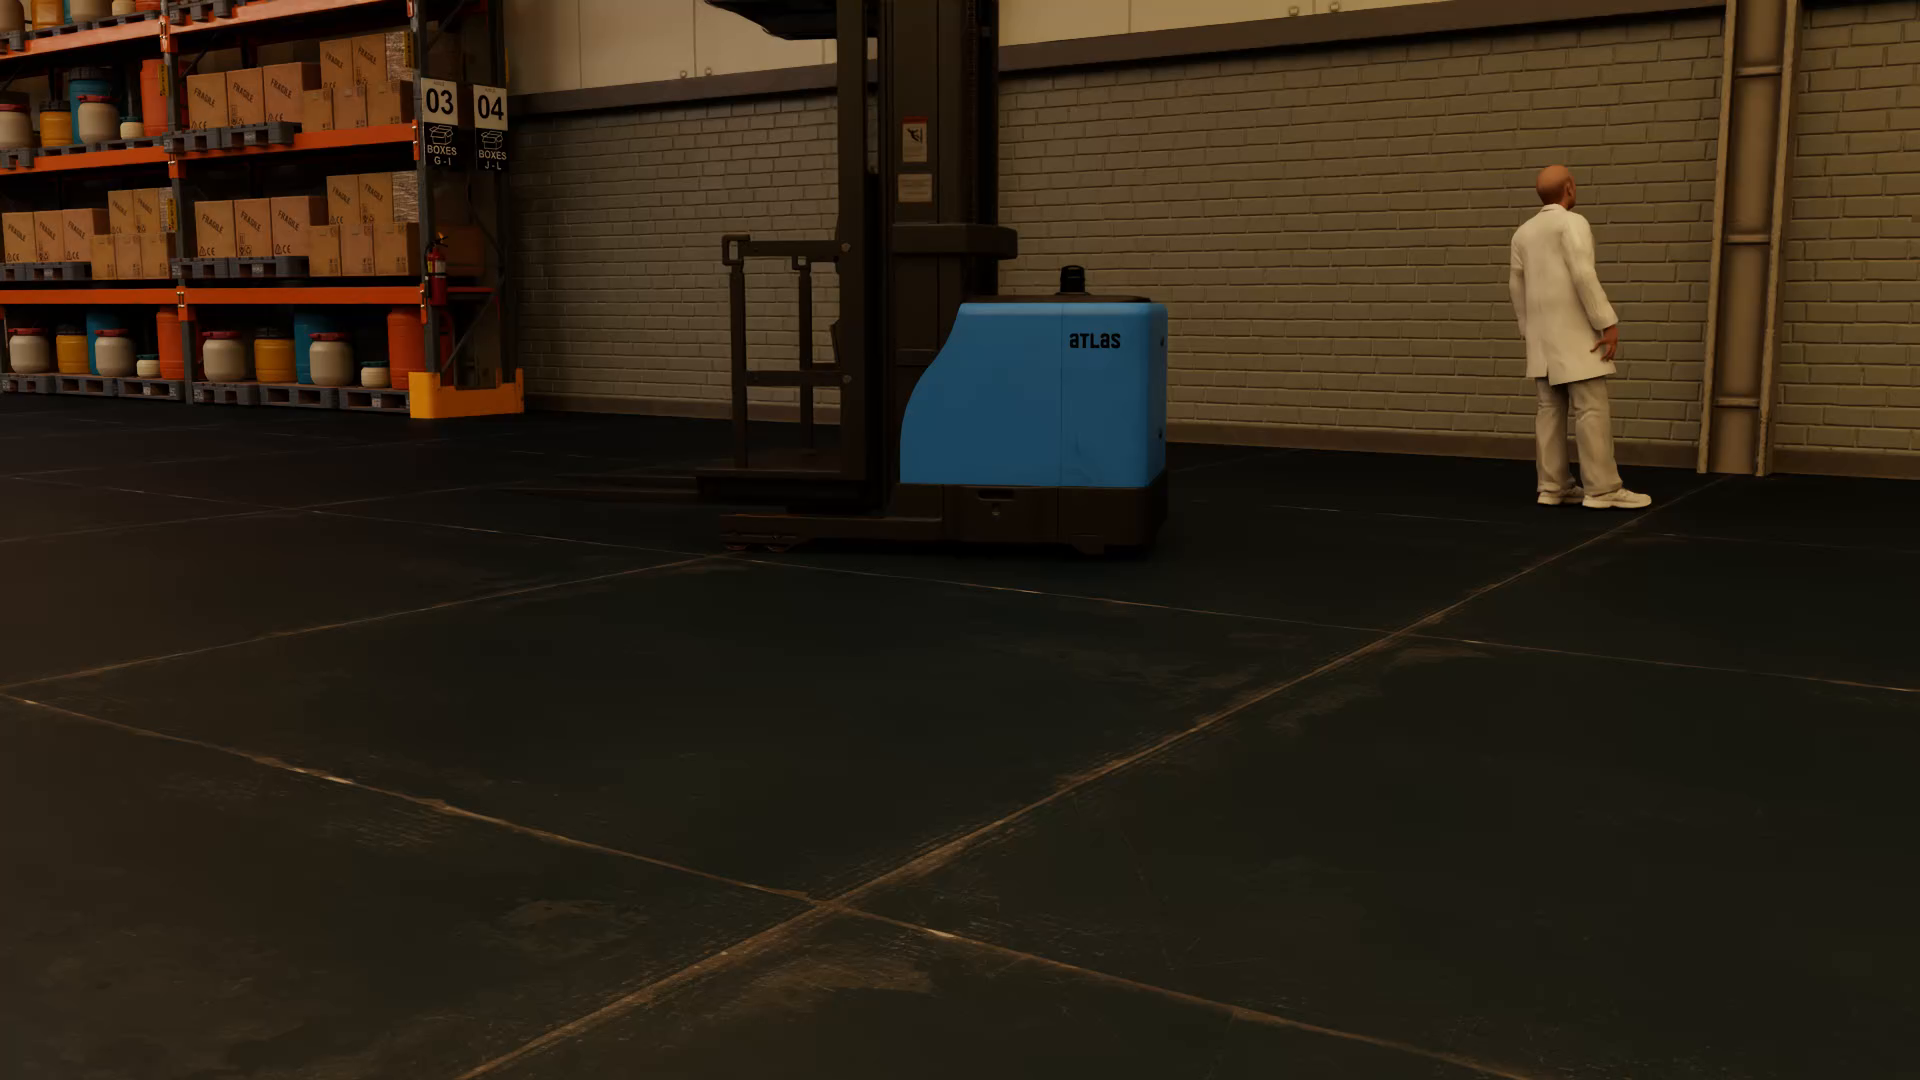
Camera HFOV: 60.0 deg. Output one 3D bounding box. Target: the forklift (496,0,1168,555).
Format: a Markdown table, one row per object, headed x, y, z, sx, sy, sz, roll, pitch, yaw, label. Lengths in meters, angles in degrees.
| x | y | z | sx | sy | sz | roll | pitch | yaw | label |
| --- | --- | --- | --- | --- | --- | --- | --- | --- | --- |
| -0.596 | -1.469 | 7.520 | 3.031 | 2.935 | 1.130 | 2 | 8 | 12 | forklift |

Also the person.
| x | y | z | sx | sy | sz | roll | pitch | yaw | label |
| --- | --- | --- | --- | --- | --- | --- | --- | --- | --- |
| 3.262 | -1.072 | 8.780 | 0.580 | 1.777 | 0.694 | -3 | 9 | -20 | person |
